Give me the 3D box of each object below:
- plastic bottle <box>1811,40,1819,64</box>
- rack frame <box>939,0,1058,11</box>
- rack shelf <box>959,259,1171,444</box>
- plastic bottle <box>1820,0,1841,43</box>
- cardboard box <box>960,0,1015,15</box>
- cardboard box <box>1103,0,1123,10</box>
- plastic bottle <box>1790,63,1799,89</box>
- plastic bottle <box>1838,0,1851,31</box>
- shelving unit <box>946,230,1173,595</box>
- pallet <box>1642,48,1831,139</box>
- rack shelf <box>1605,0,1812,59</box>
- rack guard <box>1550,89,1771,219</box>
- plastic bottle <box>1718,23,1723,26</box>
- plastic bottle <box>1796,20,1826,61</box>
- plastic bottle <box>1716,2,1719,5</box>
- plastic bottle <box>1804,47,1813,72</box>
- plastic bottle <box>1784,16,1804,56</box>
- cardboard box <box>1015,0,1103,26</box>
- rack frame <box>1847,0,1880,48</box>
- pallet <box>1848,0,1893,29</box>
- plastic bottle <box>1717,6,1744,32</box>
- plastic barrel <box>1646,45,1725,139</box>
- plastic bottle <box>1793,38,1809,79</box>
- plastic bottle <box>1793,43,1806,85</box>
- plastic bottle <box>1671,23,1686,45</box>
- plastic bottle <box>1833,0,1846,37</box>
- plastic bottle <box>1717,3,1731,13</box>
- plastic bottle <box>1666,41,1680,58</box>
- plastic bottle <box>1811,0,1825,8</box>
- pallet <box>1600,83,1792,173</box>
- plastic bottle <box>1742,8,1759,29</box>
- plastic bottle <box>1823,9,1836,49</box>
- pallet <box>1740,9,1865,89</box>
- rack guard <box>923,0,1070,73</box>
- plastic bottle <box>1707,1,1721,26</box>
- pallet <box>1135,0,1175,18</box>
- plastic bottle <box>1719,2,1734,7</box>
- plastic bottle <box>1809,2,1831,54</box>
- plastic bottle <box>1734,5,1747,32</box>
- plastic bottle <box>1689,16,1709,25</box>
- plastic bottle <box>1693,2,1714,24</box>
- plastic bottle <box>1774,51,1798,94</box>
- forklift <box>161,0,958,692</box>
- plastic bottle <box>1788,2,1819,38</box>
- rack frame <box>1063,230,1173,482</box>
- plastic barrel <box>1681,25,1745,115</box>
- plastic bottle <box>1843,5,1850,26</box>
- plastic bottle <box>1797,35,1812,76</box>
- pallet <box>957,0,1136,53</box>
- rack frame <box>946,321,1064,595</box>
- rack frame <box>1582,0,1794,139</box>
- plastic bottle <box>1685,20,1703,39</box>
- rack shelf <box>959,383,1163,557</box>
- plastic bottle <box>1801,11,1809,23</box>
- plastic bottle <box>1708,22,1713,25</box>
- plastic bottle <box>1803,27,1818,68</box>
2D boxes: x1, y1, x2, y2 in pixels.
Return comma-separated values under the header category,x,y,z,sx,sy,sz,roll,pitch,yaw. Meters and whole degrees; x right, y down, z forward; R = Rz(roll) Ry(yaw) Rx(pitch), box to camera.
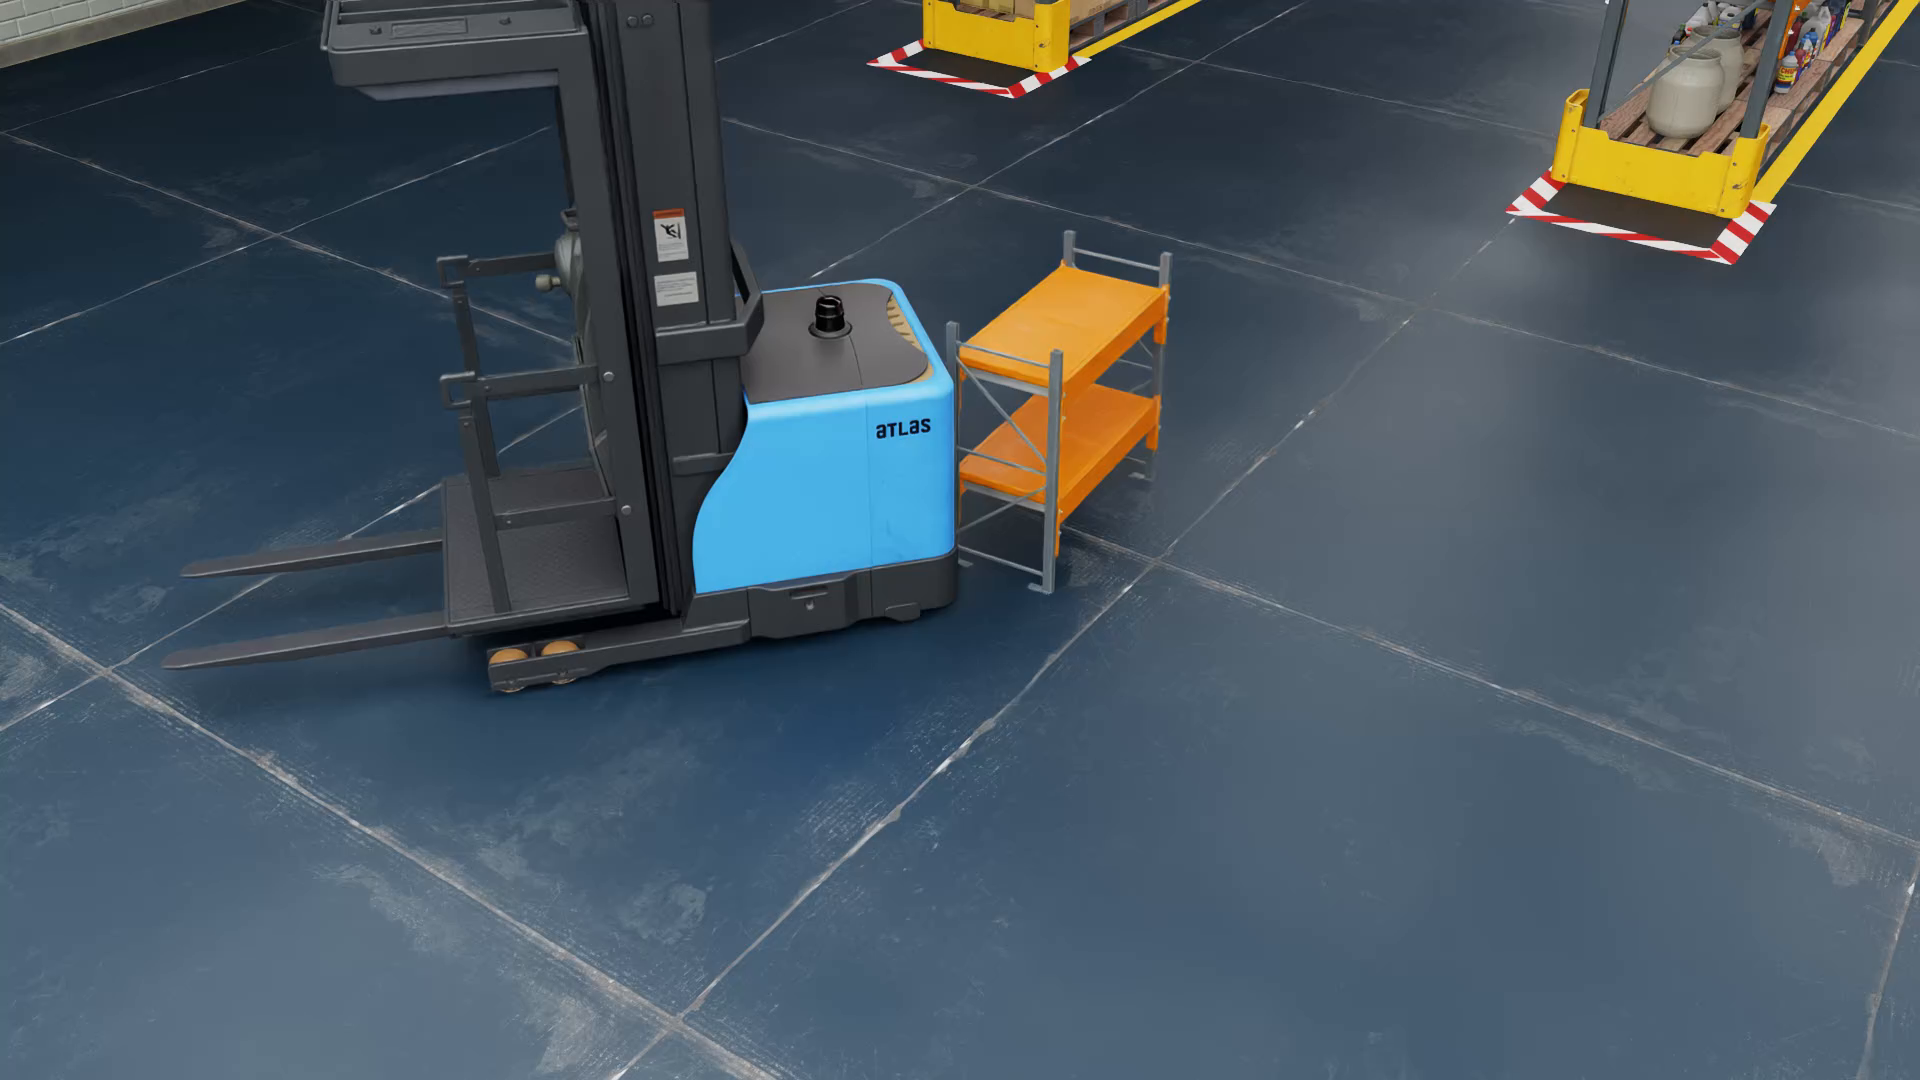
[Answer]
category,x,y,z,sx,sy,sz,roll,pitch,yaw
plastic bottle,6.063,-3.508,11.865,0.097,0.201,0.097,0,34,0
rack frame,0.280,-4.990,11.951,1.000,3.000,0.127,21,39,28
rack shelf,0.423,-0.804,6.912,0.538,0.278,1.000,18,38,24
plastic bottle,6.388,-3.855,12.245,0.144,0.351,0.185,19,39,26
cardboard box,0.343,-4.366,13.109,0.500,0.250,0.500,21,39,28
cardboard box,1.051,-4.432,13.206,0.500,0.250,0.500,21,39,28
plastic bottle,5.696,-3.212,11.427,0.097,0.201,0.097,0,34,0
plastic bottle,6.625,-3.977,12.486,0.061,0.283,0.133,23,41,30
shelving unit,0.423,-0.562,7.076,0.538,1.125,1.048,18,38,24
pallet,5.516,-3.232,11.841,1.003,0.211,1.213,21,39,28
rack shelf,5.488,-4.029,11.172,1.077,0.370,4.000,21,39,28
rack guard,4.352,-2.421,10.383,1.175,0.500,0.348,21,39,28
plastic bottle,5.495,-3.645,12.067,0.097,0.201,0.097,0,34,0
plastic bottle,6.108,-3.602,11.938,0.152,0.276,0.135,22,40,29
plastic bottle,5.591,-3.916,12.395,0.061,0.283,0.133,23,40,30
plastic bottle,5.946,-3.414,11.725,0.097,0.201,0.097,0,34,0
plastic bottle,6.020,-3.639,11.985,0.061,0.283,0.133,21,39,28
cardboard box,0.769,-4.201,12.864,0.500,0.250,0.500,21,39,28
rack frame,6.628,-5.247,12.331,1.000,3.000,0.127,21,39,28
pallet,7.044,-4.466,13.665,1.003,0.211,1.213,21,39,28
plastic bottle,5.613,-3.744,12.147,0.152,0.276,0.135,21,39,28
plastic barrel,4.660,-2.877,10.673,0.421,0.512,0.421,0,34,0
plastic bottle,5.833,-3.351,11.570,0.097,0.271,0.097,0,34,0
plastic bottle,5.781,-3.297,11.479,0.061,0.283,0.133,22,40,29
plastic bottle,5.086,-3.508,11.792,0.061,0.283,0.133,22,40,29
plastic bottle,6.498,-3.944,12.376,0.144,0.351,0.185,20,39,27
plastic bottle,5.666,-3.894,12.373,0.097,0.271,0.097,0,34,0
plastic bottle,5.034,-3.415,11.727,0.097,0.201,0.097,0,34,0
plastic bottle,6.379,-3.990,12.444,0.144,0.351,0.185,21,39,28
pallet,4.820,-2.673,11.015,1.003,0.211,1.213,21,39,28
plastic bottle,5.945,-4.047,12.529,0.144,0.351,0.185,21,39,28
plastic bottle,6.330,-3.739,12.134,0.061,0.283,0.133,24,41,31
pallet,6.211,-3.796,12.675,1.003,0.211,1.213,21,39,28
rack guard,0.267,-3.944,12.635,1.175,0.500,0.348,21,39,28
plastic bottle,5.477,-3.811,12.179,0.144,0.351,0.185,21,39,28
pallet,1.378,-4.760,14.100,1.003,0.211,1.213,21,39,28
plastic bottle,5.719,-4.006,12.468,0.144,0.351,0.185,20,39,26
plastic bottle,6.204,-3.707,12.025,0.144,0.351,0.185,21,39,28
plastic bottle,5.843,-3.955,12.463,0.097,0.271,0.097,0,34,0
plastic bottle,5.280,-3.617,11.959,0.152,0.276,0.135,20,39,27
plastic bottle,5.371,-3.725,12.053,0.144,0.351,0.185,23,40,30
plastic bottle,5.637,-3.193,11.337,0.097,0.271,0.097,0,34,0
forklift,-1.583,-0.959,6.052,3.031,2.935,1.130,-9,35,-13
plastic bottle,6.252,-3.860,12.319,0.152,0.276,0.135,21,39,28
rack frame,0.676,-0.809,7.441,0.500,1.125,0.032,18,38,24
plastic barrel,4.946,-3.108,11.014,0.421,0.512,0.421,0,34,0
plastic bottle,6.677,-4.004,12.598,0.097,0.201,0.097,0,34,0
plastic bottle,5.890,-3.397,11.638,0.097,0.271,0.097,0,34,0
pallet,0.682,-4.200,13.273,1.003,0.211,1.213,21,39,28
rack frame,0.170,-0.315,6.711,0.500,1.125,0.032,18,38,24
rack frame,4.347,-3.406,9.609,1.000,3.000,0.127,21,39,28
plastic bottle,5.201,-3.553,11.864,0.152,0.276,0.135,22,40,29
rack shelf,0.423,-0.359,7.213,0.538,0.278,1.000,18,38,24
plastic bottle,6.105,-3.700,12.075,0.061,0.283,0.133,21,39,28
plastic bottle,5.288,-3.522,11.813,0.061,0.283,0.133,21,39,28
plastic bottle,6.005,-3.490,11.776,0.097,0.271,0.097,0,34,0
